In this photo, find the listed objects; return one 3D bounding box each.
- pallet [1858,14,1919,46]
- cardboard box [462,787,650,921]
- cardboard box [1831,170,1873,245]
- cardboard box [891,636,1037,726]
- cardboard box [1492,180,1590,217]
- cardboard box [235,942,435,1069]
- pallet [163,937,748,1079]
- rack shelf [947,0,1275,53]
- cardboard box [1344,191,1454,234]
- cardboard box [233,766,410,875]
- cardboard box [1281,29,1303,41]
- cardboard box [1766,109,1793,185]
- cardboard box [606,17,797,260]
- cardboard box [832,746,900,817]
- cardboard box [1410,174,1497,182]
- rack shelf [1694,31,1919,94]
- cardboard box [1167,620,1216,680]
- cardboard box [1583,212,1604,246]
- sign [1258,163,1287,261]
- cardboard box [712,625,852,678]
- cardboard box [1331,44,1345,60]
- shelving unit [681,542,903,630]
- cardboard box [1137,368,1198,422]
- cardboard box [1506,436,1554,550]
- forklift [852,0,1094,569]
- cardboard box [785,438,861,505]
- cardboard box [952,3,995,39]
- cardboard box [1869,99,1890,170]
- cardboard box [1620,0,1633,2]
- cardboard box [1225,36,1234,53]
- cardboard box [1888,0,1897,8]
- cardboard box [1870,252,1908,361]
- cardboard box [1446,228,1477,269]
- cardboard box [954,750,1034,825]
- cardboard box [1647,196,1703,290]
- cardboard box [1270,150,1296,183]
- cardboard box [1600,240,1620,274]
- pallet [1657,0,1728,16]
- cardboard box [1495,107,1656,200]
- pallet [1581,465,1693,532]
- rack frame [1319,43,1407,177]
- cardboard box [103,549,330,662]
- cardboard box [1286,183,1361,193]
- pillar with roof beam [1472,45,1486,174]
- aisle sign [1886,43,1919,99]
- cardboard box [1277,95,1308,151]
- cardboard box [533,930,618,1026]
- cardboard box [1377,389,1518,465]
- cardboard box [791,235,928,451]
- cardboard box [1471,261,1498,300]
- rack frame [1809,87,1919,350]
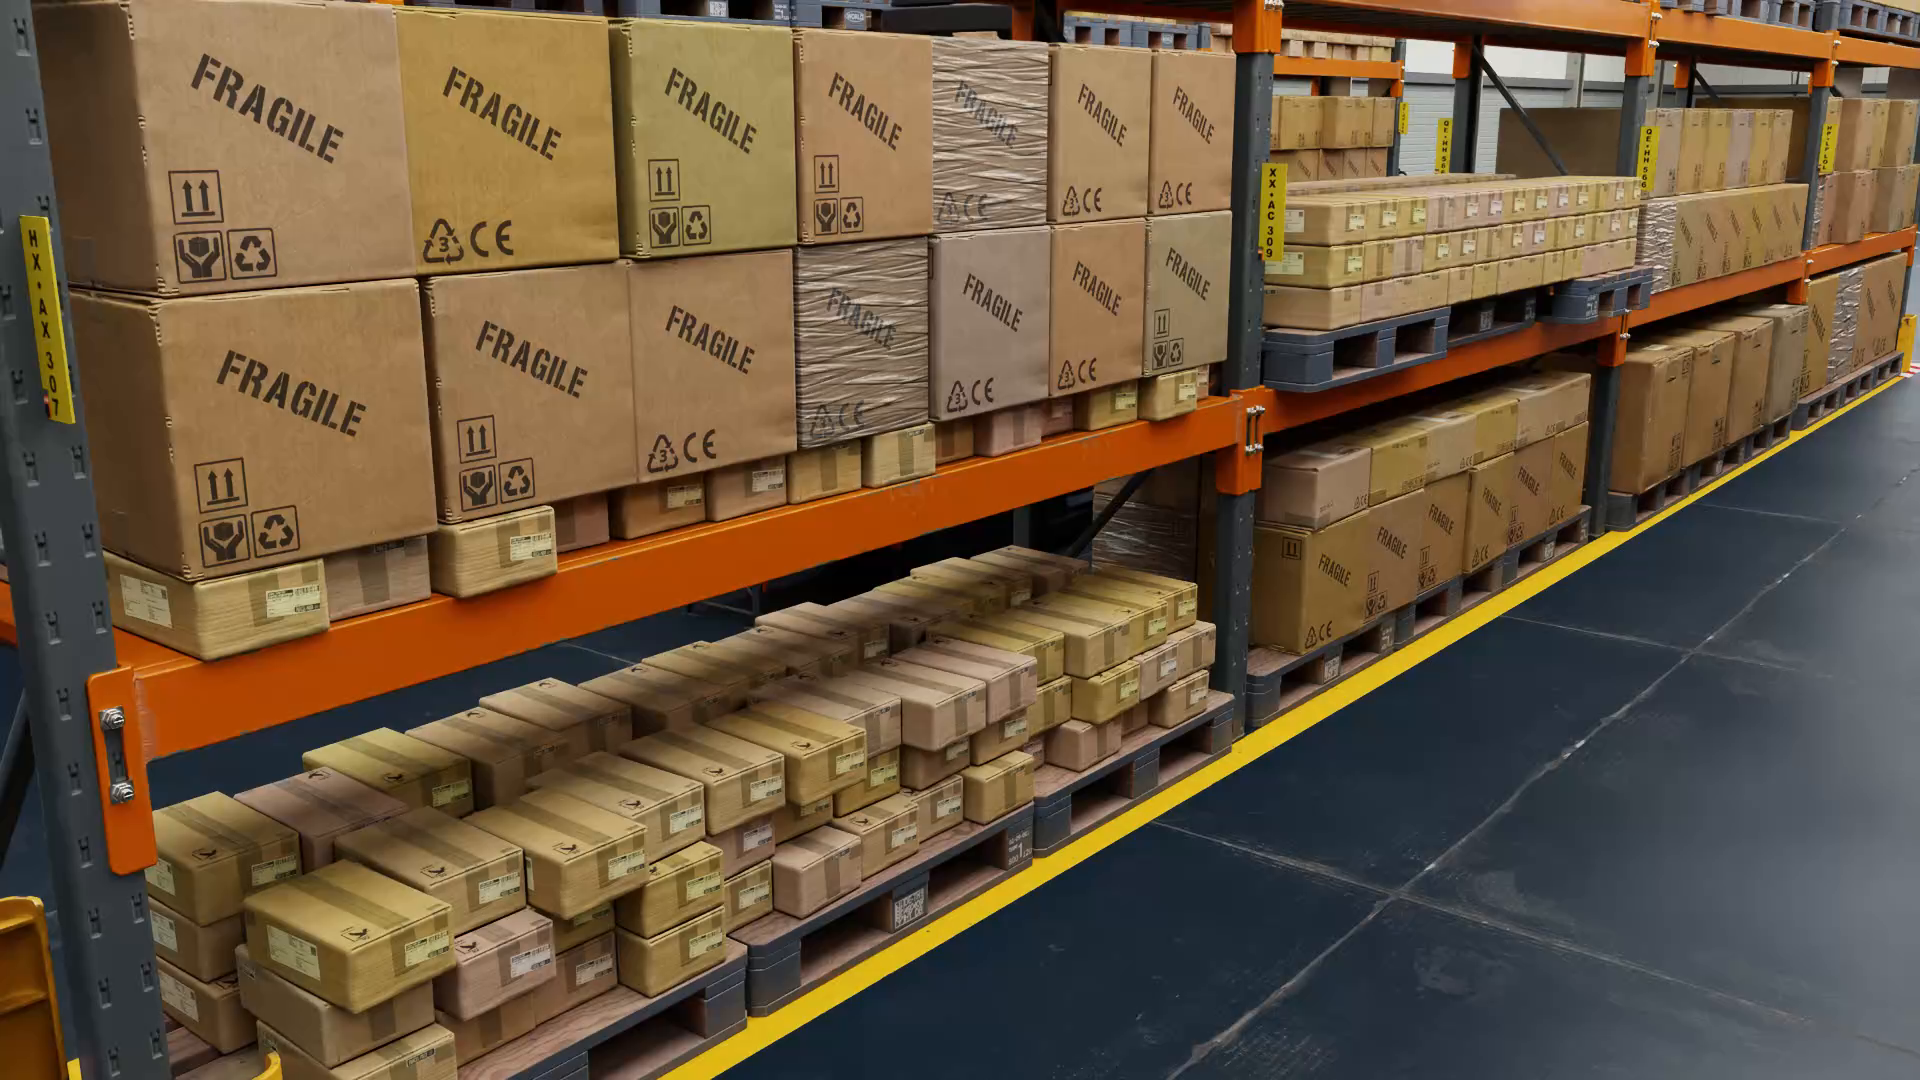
[{"bbox_3d":[7.720,-4.346,14.225,1.003,0.211,1.213,11,18,38],"label":"pallet"},{"bbox_3d":[-0.947,0.728,3.895,0.380,0.149,0.250,11,18,37],"label":"cardboard box"},{"bbox_3d":[6.645,-2.652,13.164,0.875,0.550,0.550,11,18,38],"label":"cardboard box"},{"bbox_3d":[0.012,0.425,5.085,0.380,0.149,0.250,10,17,35],"label":"cardboard box"},{"bbox_3d":[2.709,-1.602,7.787,0.380,0.149,0.250,12,19,39],"label":"cardboard box"},{"bbox_3d":[-1.349,0.959,3.589,0.380,0.149,0.250,12,19,40],"label":"cardboard box"},{"bbox_3d":[-1.293,1.172,4.079,1.003,0.211,1.213,11,18,38],"label":"pallet"},{"bbox_3d":[-0.621,-1.503,4.314,1.077,0.370,4.000,11,18,38],"label":"rack shelf"},{"bbox_3d":[1.733,-1.305,6.618,0.380,0.149,0.250,11,18,37],"label":"cardboard box"},{"bbox_3d":[-1.540,0.696,4.021,0.380,0.149,0.250,12,18,39],"label":"cardboard box"},{"bbox_3d":[2.881,-4.820,15.615,0.500,0.250,0.500,11,18,38],"label":"cardboard box"},{"bbox_3d":[5.356,-2.750,11.620,0.700,0.500,0.500,11,18,37],"label":"cardboard box"},{"bbox_3d":[-0.733,-0.930,3.855,0.500,0.500,0.500,11,18,36],"label":"cardboard box"},{"bbox_3d":[-0.394,0.648,4.812,0.380,0.149,0.250,12,19,40],"label":"cardboard box"},{"bbox_3d":[2.542,-1.806,8.590,0.380,0.149,0.250,11,18,36],"label":"cardboard box"},{"bbox_3d":[6.921,-3.801,13.361,1.077,0.370,4.000,11,18,38],"label":"rack shelf"},{"bbox_3d":[0.685,0.363,5.934,0.380,0.149,0.250,12,18,39],"label":"cardboard box"},{"bbox_3d":[2.864,-1.505,8.009,0.380,0.149,0.250,12,18,39],"label":"cardboard box"},{"bbox_3d":[1.062,-1.118,5.672,0.100,0.325,0.005,11,18,38],"label":"sign"},{"bbox_3d":[-0.559,0.397,5.195,0.380,0.149,0.250,10,18,35],"label":"cardboard box"},{"bbox_3d":[3.602,-4.854,16.556,0.380,0.149,0.250,11,18,37],"label":"cardboard box"},{"bbox_3d":[-0.793,-0.266,7.887,0.538,1.125,1.048,10,17,35],"label":"shelving unit"},{"bbox_3d":[0.561,-0.502,5.515,0.380,0.149,0.250,11,18,36],"label":"cardboard box"},{"bbox_3d":[2.610,-0.273,8.330,0.500,0.500,0.500,12,19,40],"label":"cardboard box"},{"bbox_3d":[0.393,-1.554,9.289,1.130,2.935,3.031,10,17,35],"label":"forklift"},{"bbox_3d":[-0.479,-0.211,4.370,0.380,0.149,0.250,12,19,40],"label":"cardboard box"},{"bbox_3d":[-0.161,-3.975,12.384,0.700,0.500,0.500,11,18,38],"label":"cardboard box"},{"bbox_3d":[6.951,-3.282,13.453,0.875,0.550,0.500,11,18,38],"label":"cardboard box"},{"bbox_3d":[2.988,-2.900,8.151,0.500,0.500,0.500,11,18,38],"label":"cardboard box"},{"bbox_3d":[2.347,-4.454,14.982,0.380,0.149,0.250,11,18,38],"label":"cardboard box"},{"bbox_3d":[6.956,-4.158,12.760,0.380,0.149,0.250,11,18,38],"label":"cardboard box"},{"bbox_3d":[7.803,-2.112,14.808,0.875,0.875,0.875,11,18,38],"label":"cardboard box"},{"bbox_3d":[1.895,-1.212,6.855,0.380,0.149,0.250,12,19,40],"label":"cardboard box"},{"bbox_3d":[0.004,0.724,5.119,0.380,0.149,0.250,11,18,37],"label":"cardboard box"},{"bbox_3d":[3.959,-1.737,9.665,0.500,0.500,0.500,11,18,37],"label":"cardboard box"},{"bbox_3d":[2.866,-3.487,15.949,0.500,0.500,0.500,11,18,37],"label":"cardboard box"},{"bbox_3d":[3.040,-1.415,8.260,0.380,0.149,0.250,11,18,37],"label":"cardboard box"},{"bbox_3d":[3.513,-3.040,9.290,1.213,0.211,1.003,12,19,40],"label":"pallet"},{"bbox_3d":[3.440,-2.164,9.315,0.700,0.500,0.500,11,18,37],"label":"cardboard box"},{"bbox_3d":[3.704,-0.334,10.010,1.003,0.211,1.213,11,18,38],"label":"pallet"},{"bbox_3d":[4.264,-3.825,18.088,1.000,3.000,0.127,11,18,38],"label":"rack frame"},{"bbox_3d":[-1.420,0.096,3.163,0.380,0.149,0.250,11,18,37],"label":"cardboard box"},{"bbox_3d":[1.556,-1.507,7.412,0.380,0.149,0.250,10,18,35],"label":"cardboard box"},{"bbox_3d":[13.924,-10.287,31.342,9.100,9.000,0.400,11,18,38],"label":"pillar with roof beam"},{"bbox_3d":[8.456,-4.306,14.700,0.394,0.787,0.004,11,18,38],"label":"aisle sign"},{"bbox_3d":[2.870,-3.974,15.834,0.700,0.500,0.500,11,18,36],"label":"cardboard box"},{"bbox_3d":[-1.049,1.002,4.025,0.380,0.149,0.250,12,18,38],"label":"cardboard box"},{"bbox_3d":[2.283,-0.537,7.846,0.500,0.250,0.500,12,18,39],"label":"cardboard box"},{"bbox_3d":[-0.431,-0.547,4.377,0.500,0.500,0.500,11,18,36],"label":"cardboard box"},{"bbox_3d":[2.057,-1.117,7.087,0.380,0.149,0.250,11,18,37],"label":"cardboard box"},{"bbox_3d":[8.178,-3.079,15.149,1.000,3.000,0.127,11,18,38],"label":"rack frame"}]
